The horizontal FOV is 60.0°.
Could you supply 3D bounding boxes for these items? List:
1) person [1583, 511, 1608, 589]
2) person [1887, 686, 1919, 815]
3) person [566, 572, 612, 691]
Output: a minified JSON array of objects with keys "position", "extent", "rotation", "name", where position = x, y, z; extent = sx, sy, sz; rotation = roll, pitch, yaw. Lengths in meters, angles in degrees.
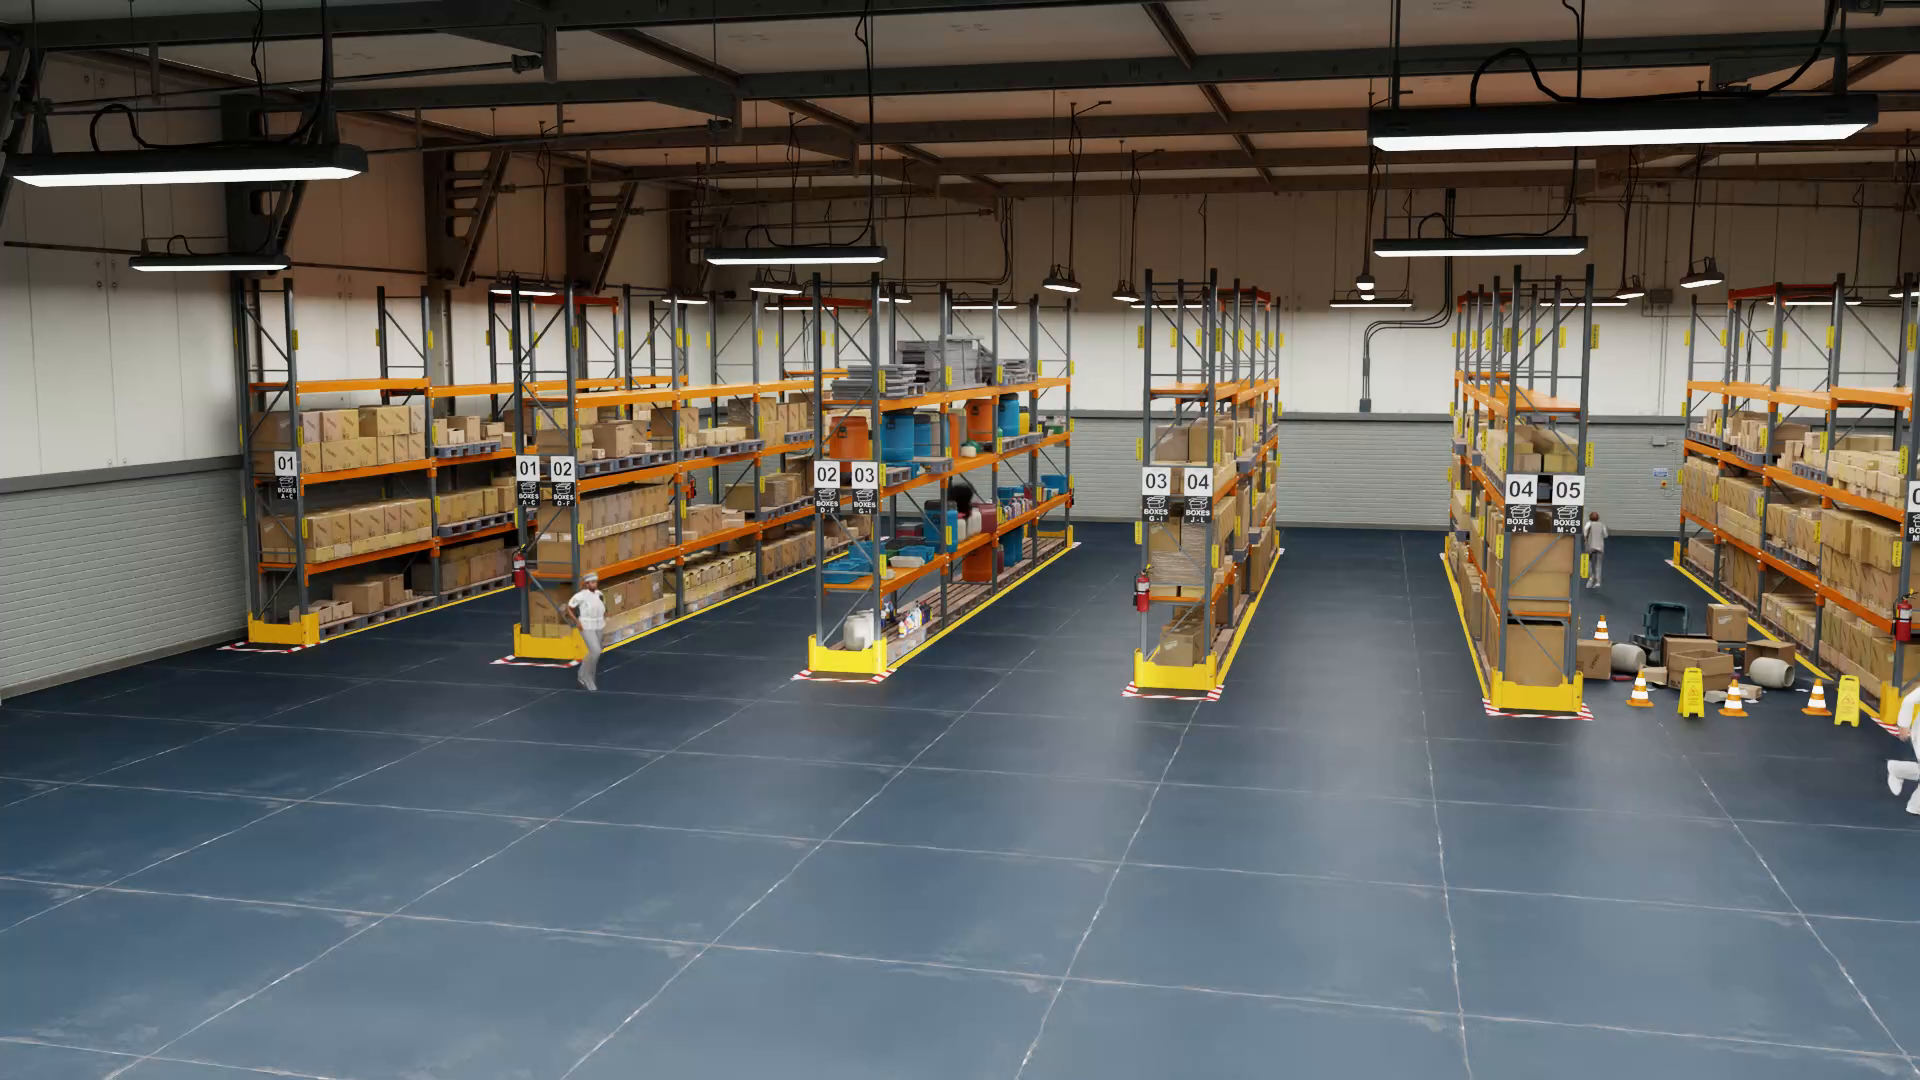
[{"position":[12.749,0.225,33.387],"extent":[0.531,1.579,0.869],"rotation":[1,7,12],"name":"person"},{"position":[10.211,2.083,17.512],"extent":[0.701,1.711,0.793],"rotation":[-4,8,-32],"name":"person"},{"position":[-5.294,1.314,23.932],"extent":[0.709,1.733,0.551],"rotation":[5,8,35],"name":"person"}]
